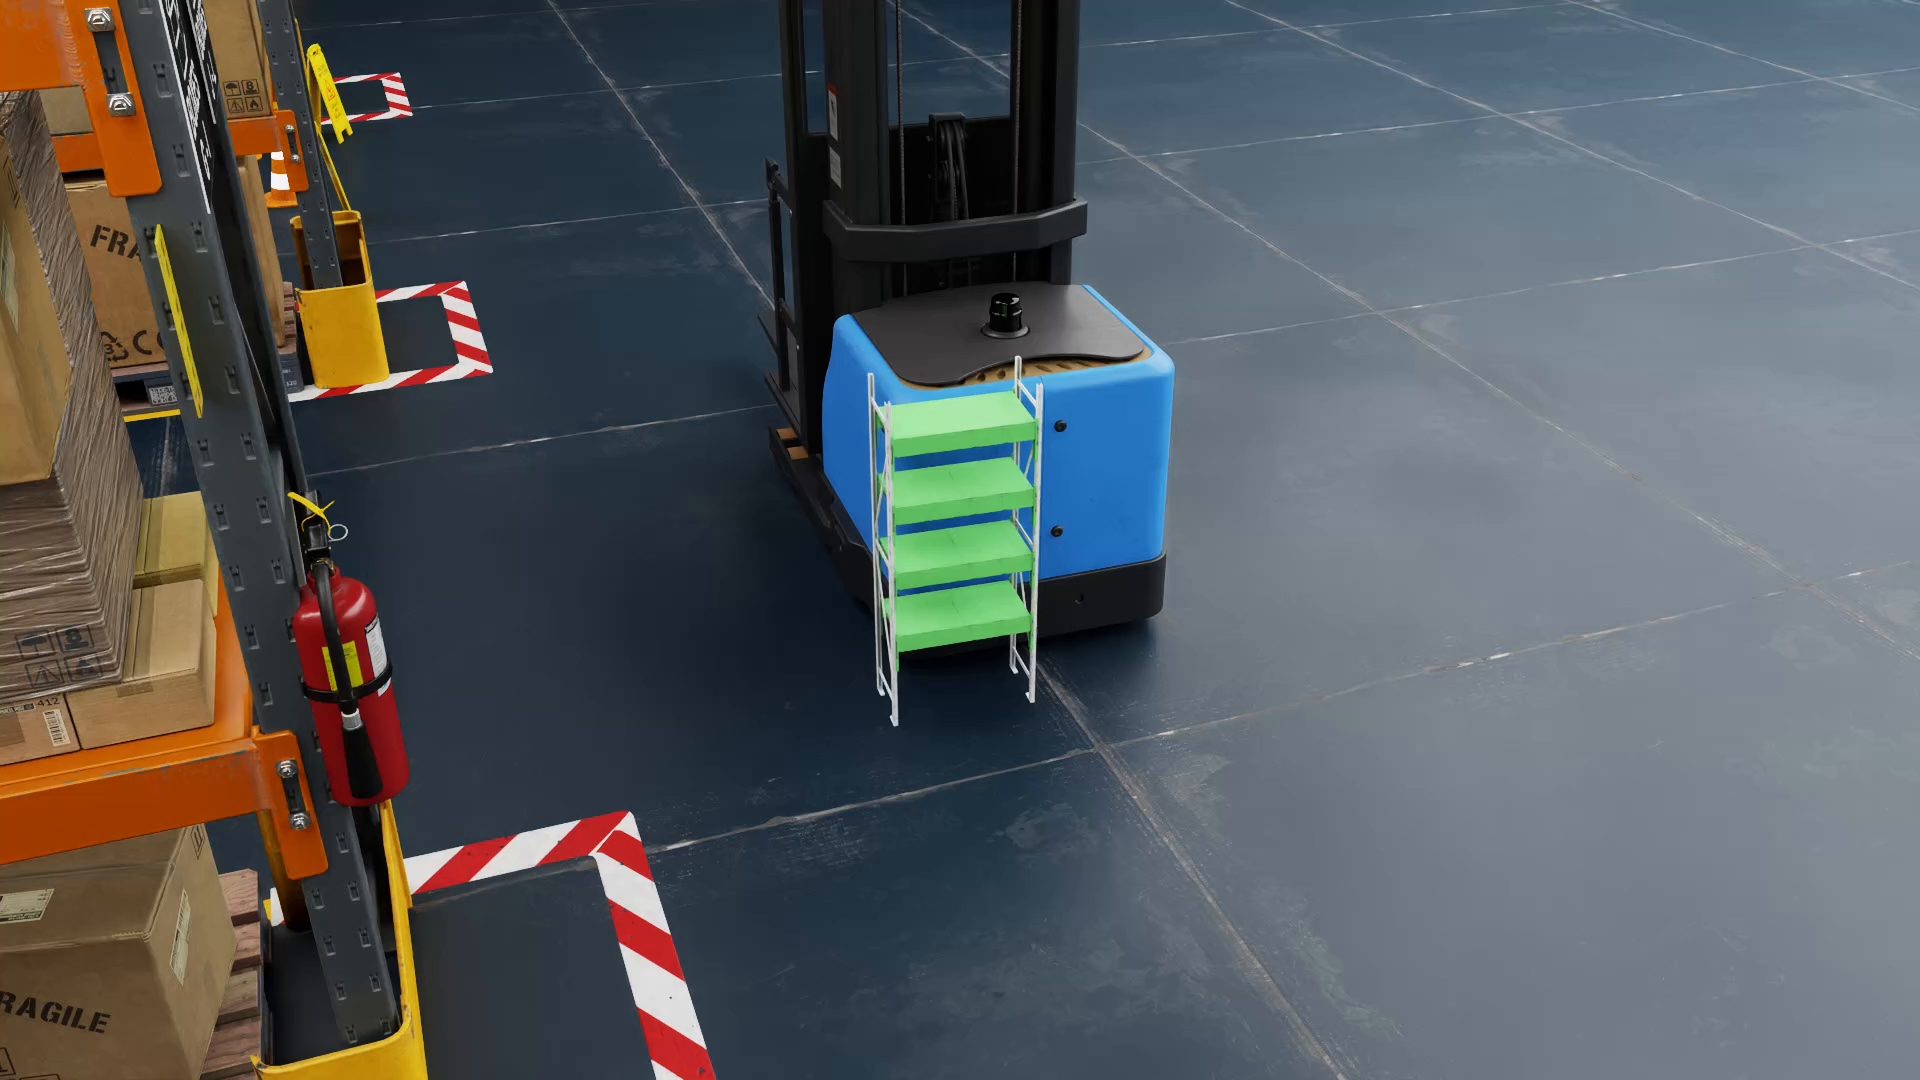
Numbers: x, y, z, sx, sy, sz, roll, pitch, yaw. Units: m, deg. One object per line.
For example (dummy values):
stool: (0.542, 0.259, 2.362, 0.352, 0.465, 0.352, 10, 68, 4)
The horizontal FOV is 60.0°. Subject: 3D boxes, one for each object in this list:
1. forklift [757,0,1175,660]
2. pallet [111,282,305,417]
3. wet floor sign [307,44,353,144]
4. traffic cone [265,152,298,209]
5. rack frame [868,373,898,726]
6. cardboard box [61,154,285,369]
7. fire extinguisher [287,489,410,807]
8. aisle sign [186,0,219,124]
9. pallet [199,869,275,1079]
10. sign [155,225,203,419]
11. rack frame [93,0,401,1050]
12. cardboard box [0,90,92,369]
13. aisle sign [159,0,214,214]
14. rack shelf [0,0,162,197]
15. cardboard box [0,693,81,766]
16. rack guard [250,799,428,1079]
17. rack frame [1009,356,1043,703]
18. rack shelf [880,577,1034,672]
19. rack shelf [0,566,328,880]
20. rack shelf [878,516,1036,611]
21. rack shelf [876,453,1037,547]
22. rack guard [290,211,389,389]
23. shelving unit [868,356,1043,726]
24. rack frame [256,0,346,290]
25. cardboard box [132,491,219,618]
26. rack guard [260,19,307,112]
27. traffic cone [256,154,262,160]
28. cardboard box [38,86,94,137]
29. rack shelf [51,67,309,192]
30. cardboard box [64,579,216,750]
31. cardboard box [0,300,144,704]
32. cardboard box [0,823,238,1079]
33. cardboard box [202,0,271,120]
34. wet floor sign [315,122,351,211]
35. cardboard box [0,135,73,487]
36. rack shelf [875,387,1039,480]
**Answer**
forklift: (-0.201, -1.567, 6.539, 1.130, 2.935, 3.031, -10, 31, -16)
pallet: (-3.890, -0.931, 8.171, 1.213, 0.211, 1.003, -10, 31, -18)
wet floor sign: (-4.437, -3.109, 11.556, 0.232, 0.644, 0.267, 0, 30, 0)
traffic cone: (-4.236, -2.365, 10.433, 0.334, 0.463, 0.336, -10, 31, -18)
rack frame: (-0.251, 0.053, 5.445, 0.015, 1.200, 0.240, -8, 31, -14)
cardboard box: (-3.780, -1.428, 7.949, 0.875, 0.875, 0.875, -10, 31, -17)
fire extinguisher: (-1.265, 0.229, 3.395, 0.183, 0.674, 0.296, -10, 31, -18)
aisle sign: (-1.579, -1.278, 3.336, 0.004, 0.787, 0.394, -10, 31, -18)
pallet: (-2.378, 1.350, 4.167, 1.213, 0.211, 1.003, -10, 31, -18)
sign: (-1.358, -0.378, 2.894, 0.005, 0.325, 0.100, -10, 31, -18)
rack frame: (-1.533, 0.002, 3.717, 0.127, 3.000, 1.000, -10, 31, -18)
cardboard box: (-2.143, -0.637, 3.426, 0.500, 0.500, 0.500, -10, 31, -18)
aisle sign: (-1.370, -0.999, 2.848, 0.004, 0.787, 0.394, -10, 31, -18)
rack shelf: (-3.407, -0.644, 2.546, 4.000, 0.370, 1.077, -10, 31, -18)
cardboard box: (-1.962, 0.299, 3.449, 0.250, 0.149, 0.380, -10, 31, -18)
rack guard: (-1.604, 1.101, 4.313, 0.348, 0.500, 1.175, -10, 31, -18)
rack frame: (0.218, -0.015, 5.564, 0.015, 1.200, 0.240, -8, 31, -14)
rack shelf: (-0.016, 0.283, 5.655, 0.480, 0.148, 0.258, -8, 31, -14)
rack shelf: (-3.407, 0.660, 3.289, 4.000, 0.370, 1.077, -10, 31, -18)
rack shelf: (-0.016, 0.075, 5.536, 0.480, 0.148, 0.258, -8, 31, -14)
rack shelf: (-0.016, -0.134, 5.417, 0.480, 0.148, 0.258, -8, 31, -14)
rack guard: (-3.145, -1.235, 8.413, 0.348, 0.500, 1.175, -10, 31, -18)
shelving unit: (-0.016, 0.019, 5.504, 0.503, 1.200, 0.258, -8, 31, -14)
rack frame: (-3.167, -2.317, 7.787, 0.127, 3.000, 1.000, -10, 31, -18)
cardboard box: (-1.883, 0.049, 3.887, 0.250, 0.149, 0.380, -10, 31, -18)
rack guard: (-5.059, -3.497, 12.383, 0.348, 0.500, 1.175, -10, 31, -18)
traffic cone: (-4.941, -2.821, 11.234, 0.334, 0.463, 0.336, -10, 31, -18)
cardboard box: (-4.007, -2.192, 7.416, 0.550, 0.550, 0.875, -10, 31, -18)
rack shelf: (-5.042, -1.659, 7.359, 4.000, 0.370, 1.077, -10, 31, -18)
cardboard box: (-1.728, 0.256, 3.525, 0.250, 0.149, 0.380, -10, 31, -18)
cardboard box: (-2.058, -0.089, 3.474, 0.500, 0.500, 0.875, -10, 31, -18)
cardboard box: (-2.124, 1.005, 4.056, 0.500, 0.500, 0.500, -5, 30, -8)
cardboard box: (-3.499, -2.297, 7.600, 0.550, 0.550, 0.875, -10, 31, -18)
wet floor sign: (-3.831, -2.218, 9.991, 0.232, 0.644, 0.267, -16, 33, -26)
cardboard box: (-1.962, -0.396, 3.003, 0.500, 0.500, 0.500, -10, 31, -18)
rack shelf: (-0.016, -0.342, 5.298, 0.480, 0.148, 0.258, -8, 31, -14)
